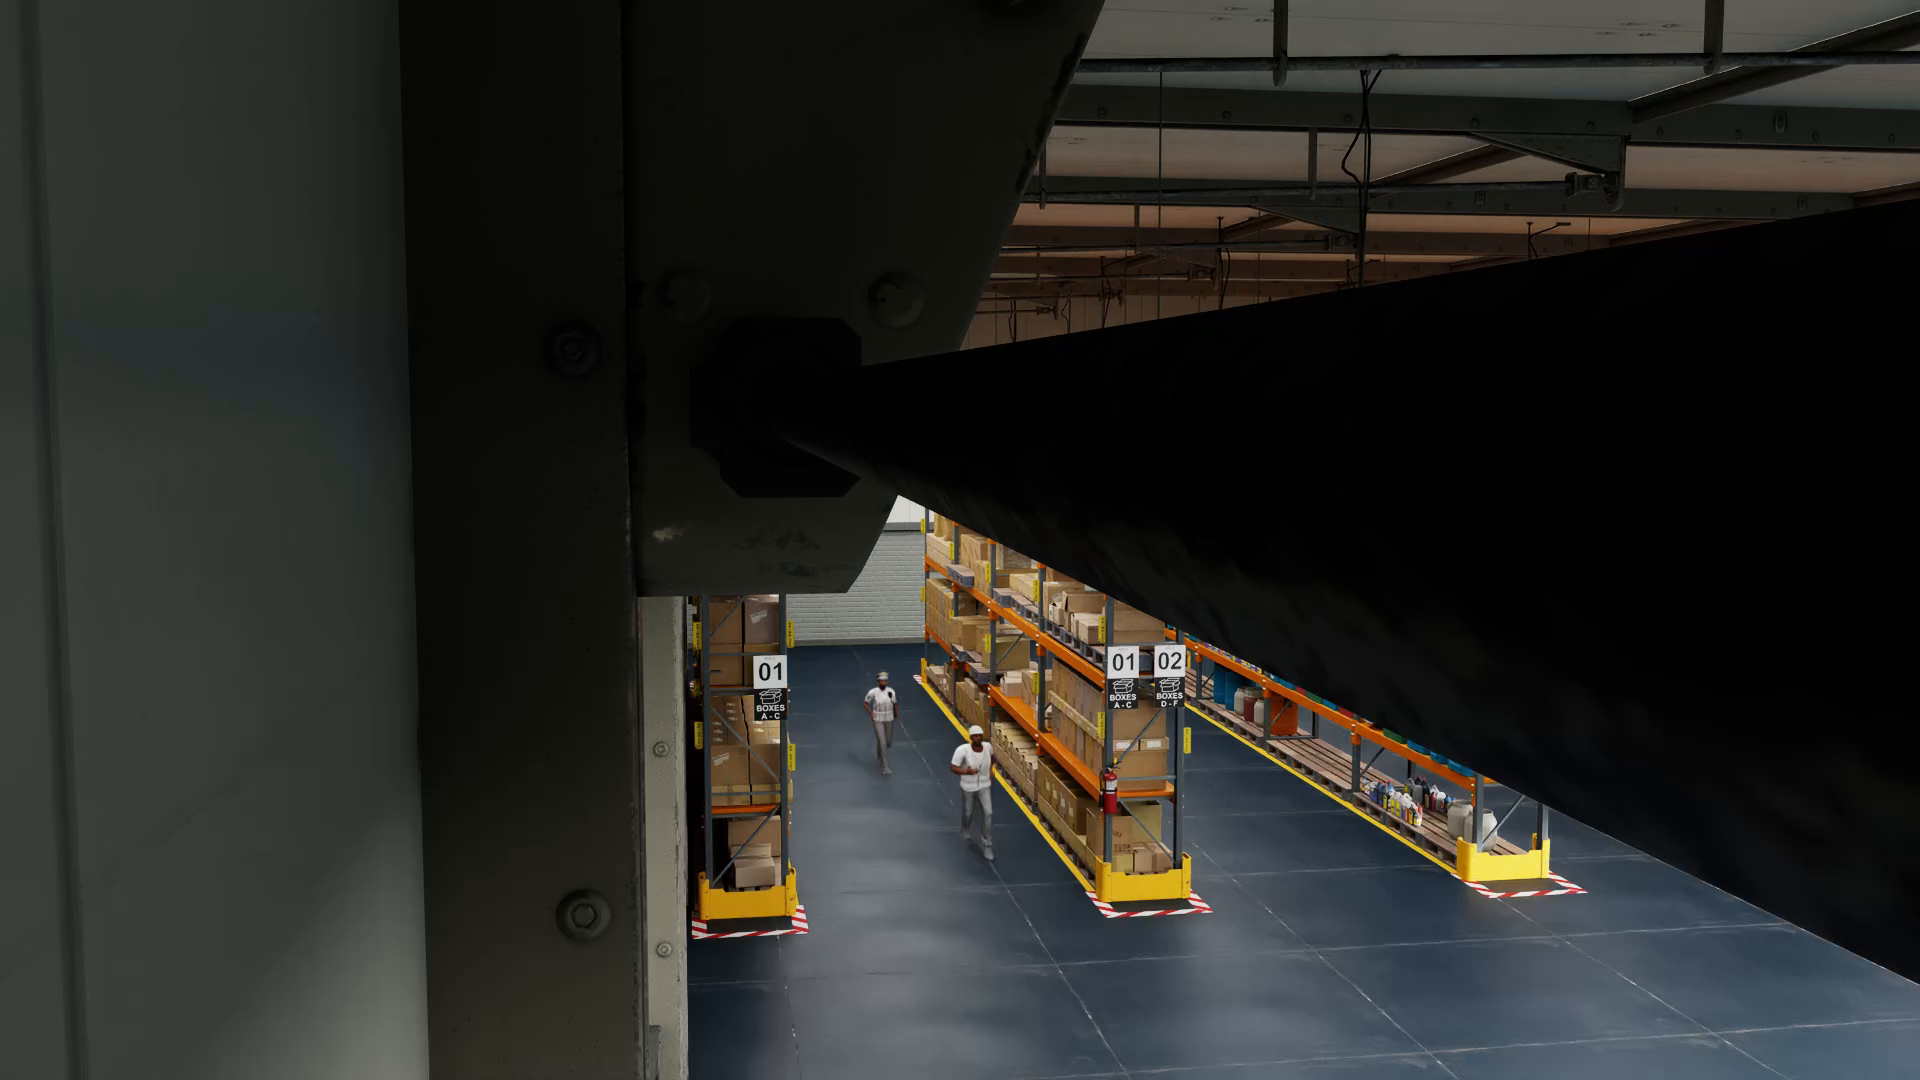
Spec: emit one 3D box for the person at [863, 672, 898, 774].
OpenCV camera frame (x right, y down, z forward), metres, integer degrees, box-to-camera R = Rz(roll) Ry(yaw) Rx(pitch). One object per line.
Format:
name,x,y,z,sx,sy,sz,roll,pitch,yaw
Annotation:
person,-1.320,3.047,28.005,0.578,1.691,0.792,-2,5,-21

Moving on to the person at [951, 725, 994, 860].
person,0.177,3.444,22.982,0.662,1.821,0.947,-1,5,-13
